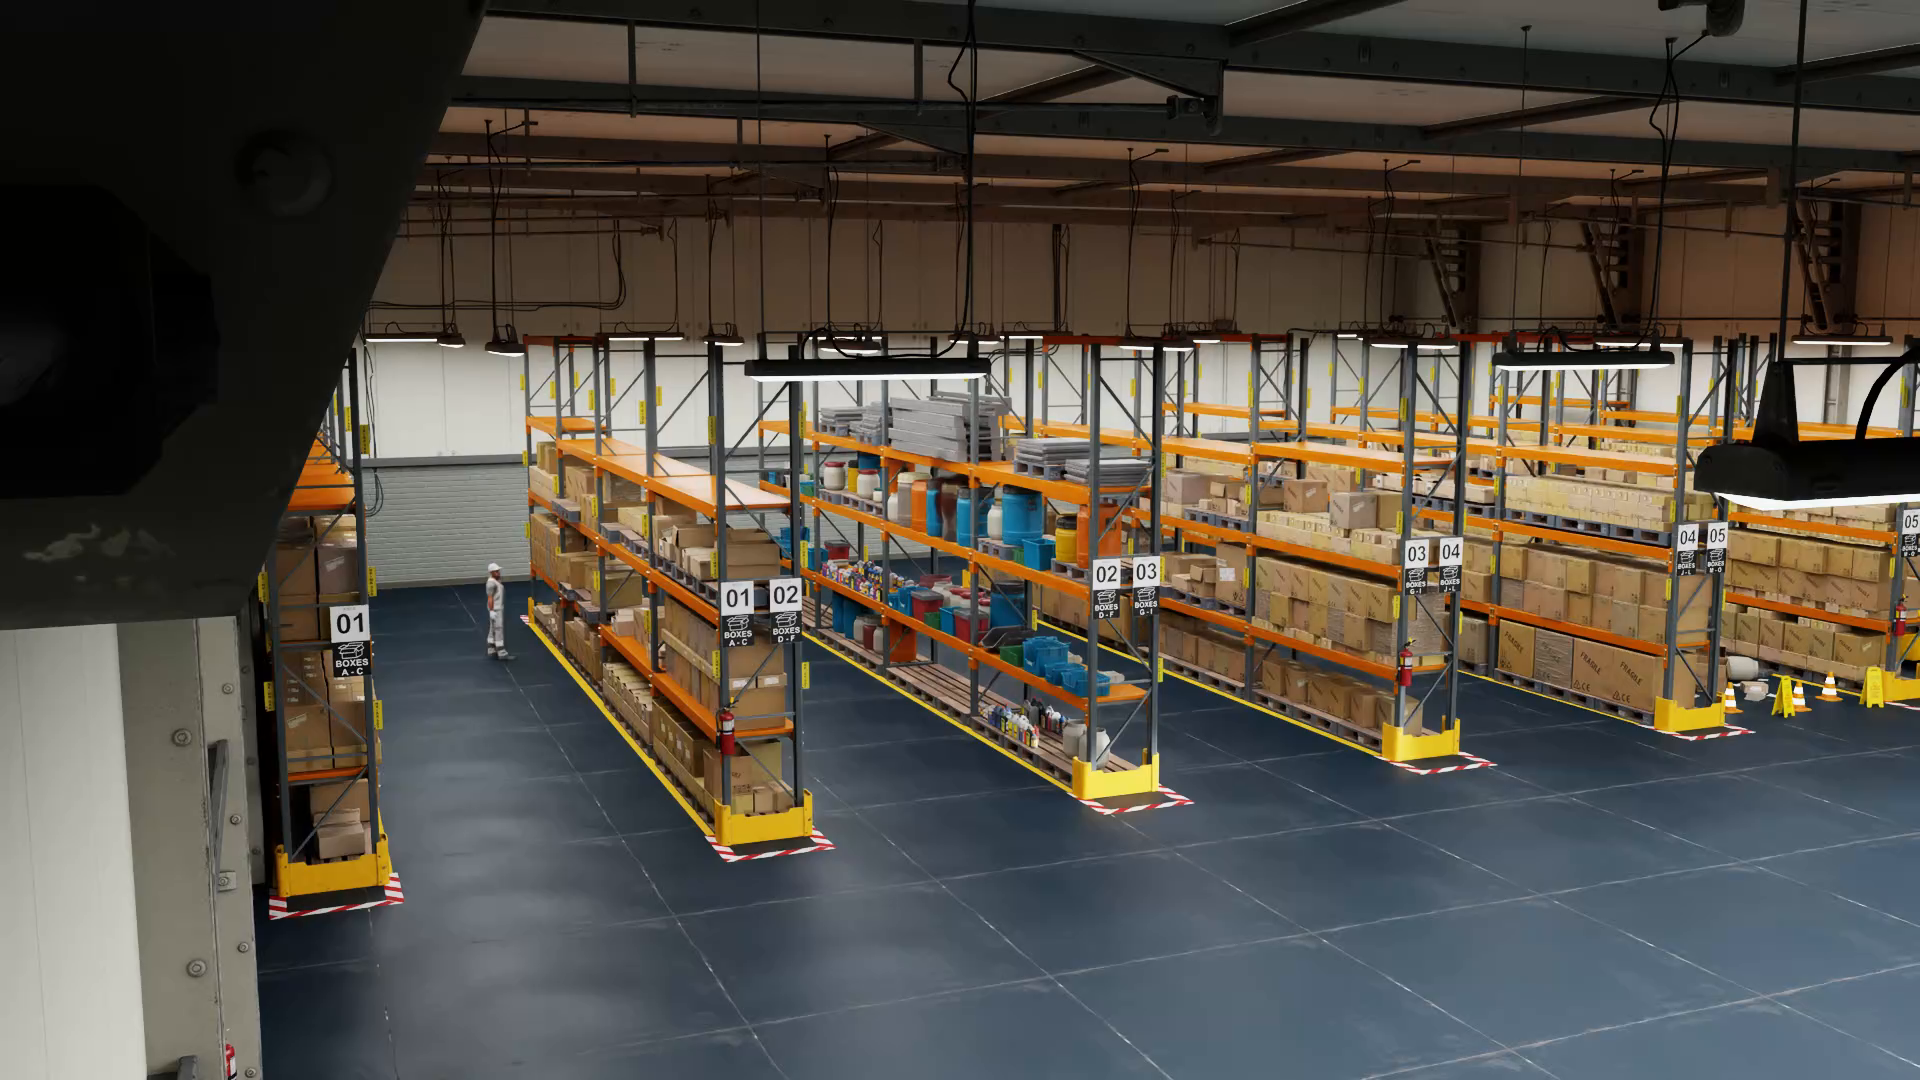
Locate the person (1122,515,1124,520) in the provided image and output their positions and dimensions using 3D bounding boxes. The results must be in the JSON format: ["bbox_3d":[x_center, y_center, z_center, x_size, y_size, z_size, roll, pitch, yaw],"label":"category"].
[{"bbox_3d":[3.757,0.183,39.793,0.591,1.714,0.949,0,8,3],"label":"person"}]

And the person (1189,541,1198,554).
[{"bbox_3d":[6.023,-0.203,43.054,0.547,1.672,0.520,-7,10,-42],"label":"person"}]

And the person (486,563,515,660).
[{"bbox_3d":[-8.581,1.323,31.027,0.507,1.809,0.568,-2,8,-11],"label":"person"}]
